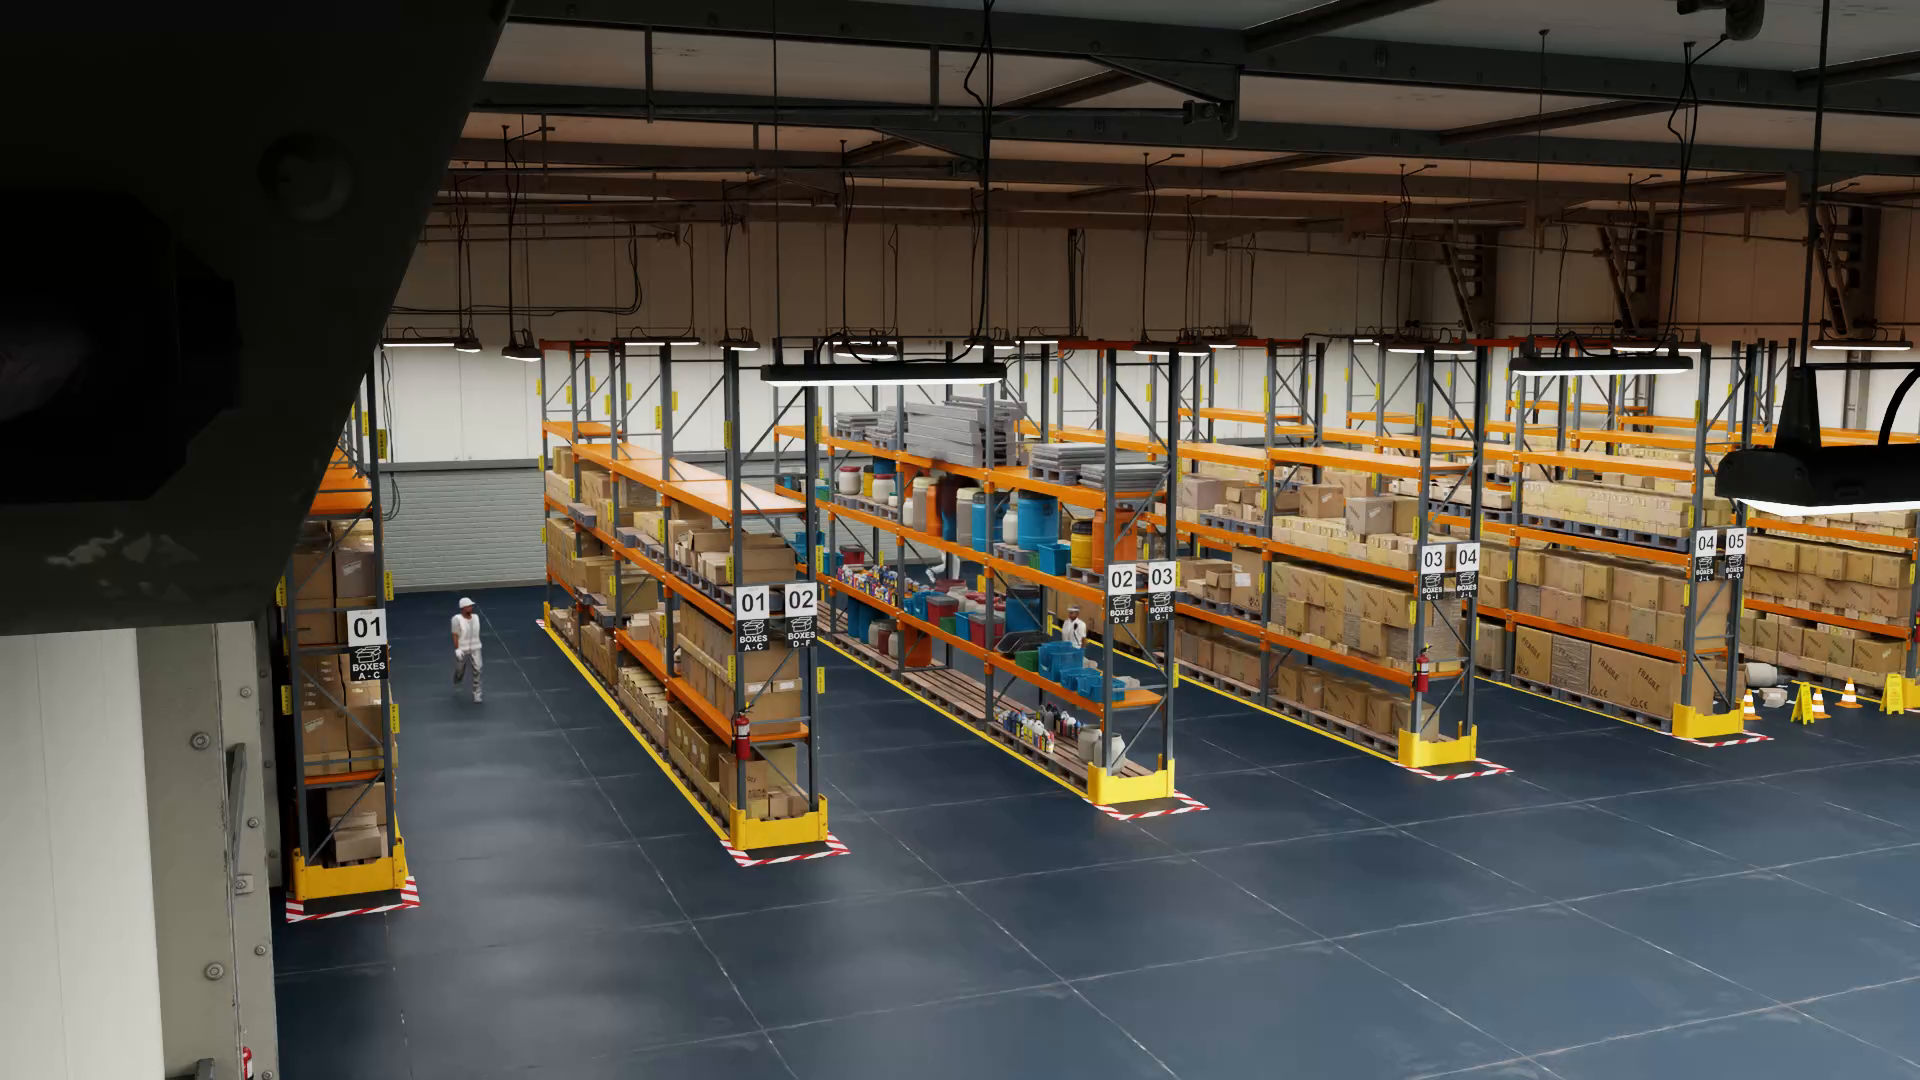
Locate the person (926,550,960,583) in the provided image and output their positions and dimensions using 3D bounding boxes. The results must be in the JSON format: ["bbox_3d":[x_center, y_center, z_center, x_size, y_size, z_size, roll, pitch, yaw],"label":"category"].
[{"bbox_3d":[-0.339,0.209,40.344,0.917,1.732,0.598,2,8,15],"label":"person"}]

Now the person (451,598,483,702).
[{"bbox_3d":[-8.307,1.829,27.991,0.498,1.736,0.923,-3,8,-25],"label":"person"}]

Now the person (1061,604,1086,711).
[{"bbox_3d":[1.856,1.909,27.413,0.512,1.713,0.474,4,9,29],"label":"person"}]
